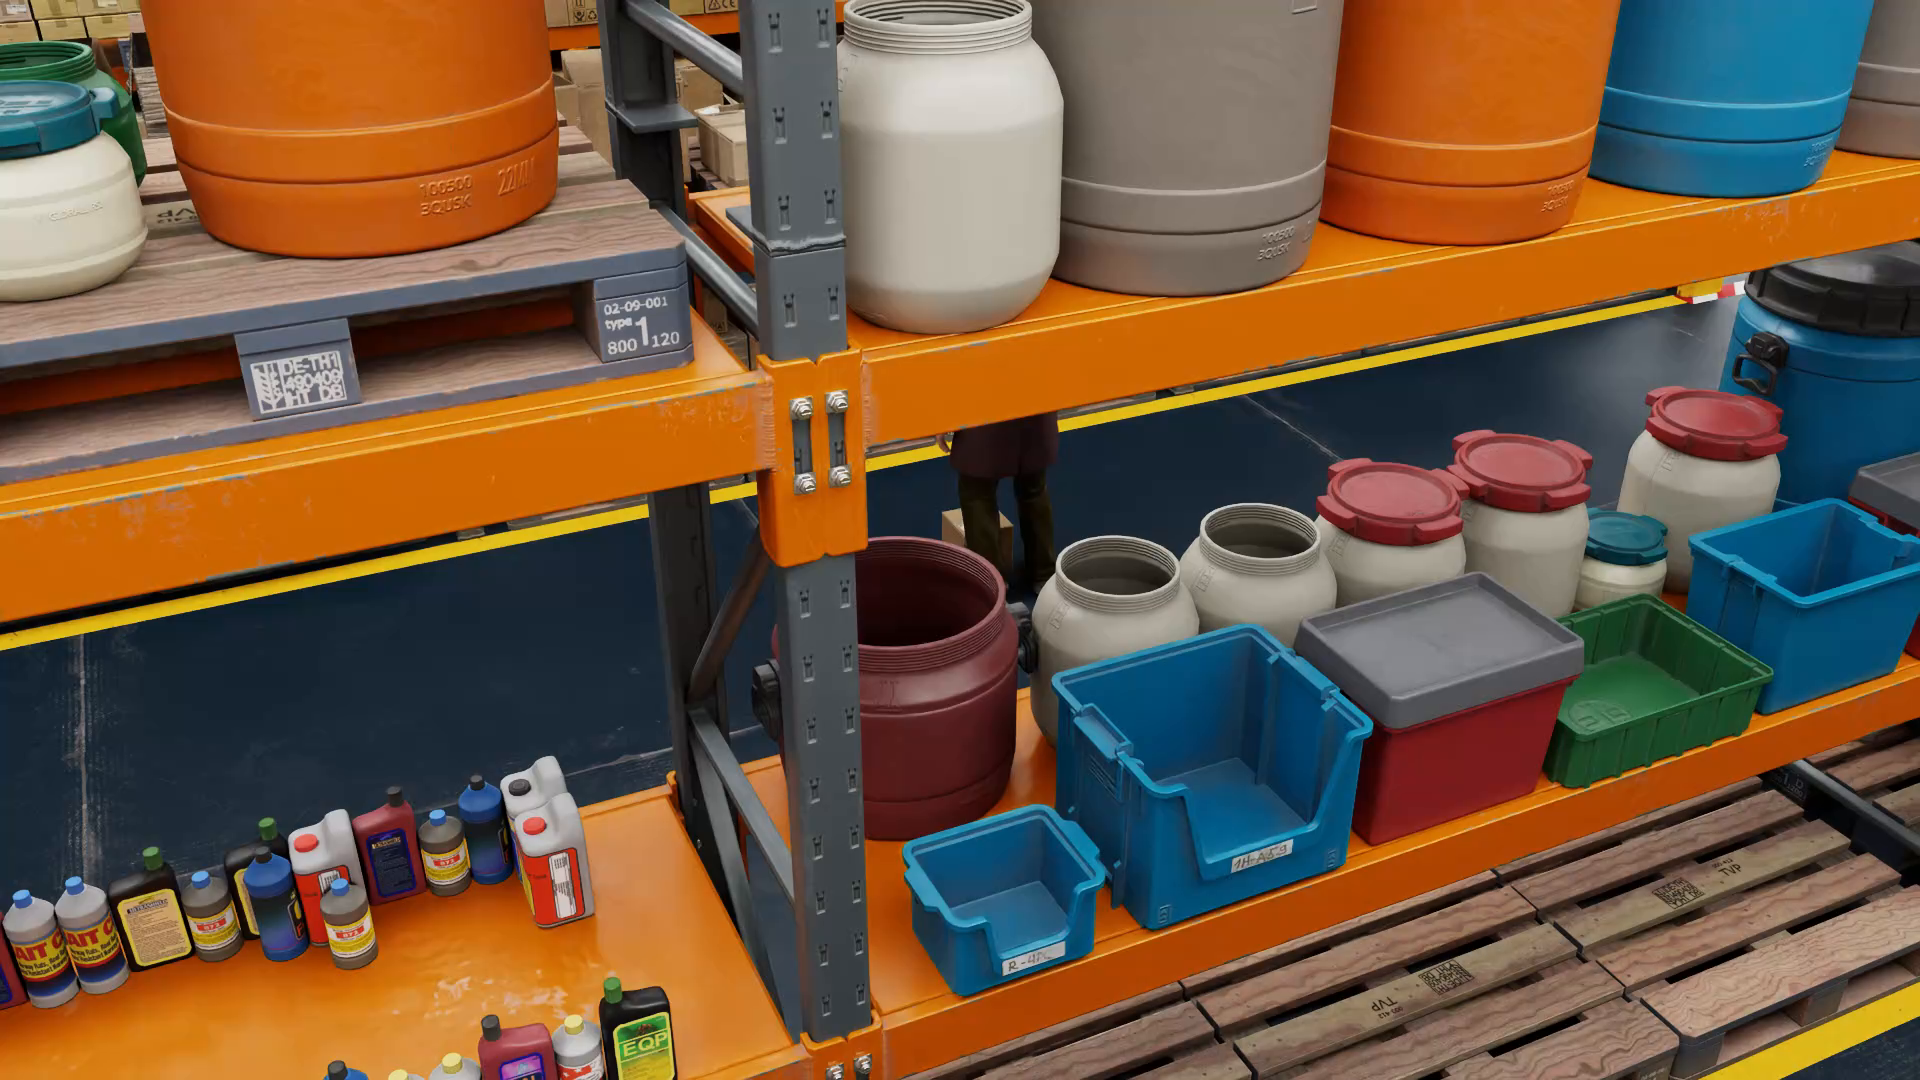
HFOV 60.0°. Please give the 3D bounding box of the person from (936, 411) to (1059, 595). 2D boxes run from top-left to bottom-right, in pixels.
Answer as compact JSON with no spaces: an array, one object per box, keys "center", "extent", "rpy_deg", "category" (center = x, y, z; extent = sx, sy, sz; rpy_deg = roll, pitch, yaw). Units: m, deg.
[{"center":[0.183,-0.547,7.127],"extent":[0.656,1.774,0.417],"rpy_deg":[-14,32,-24],"category":"person"}]
